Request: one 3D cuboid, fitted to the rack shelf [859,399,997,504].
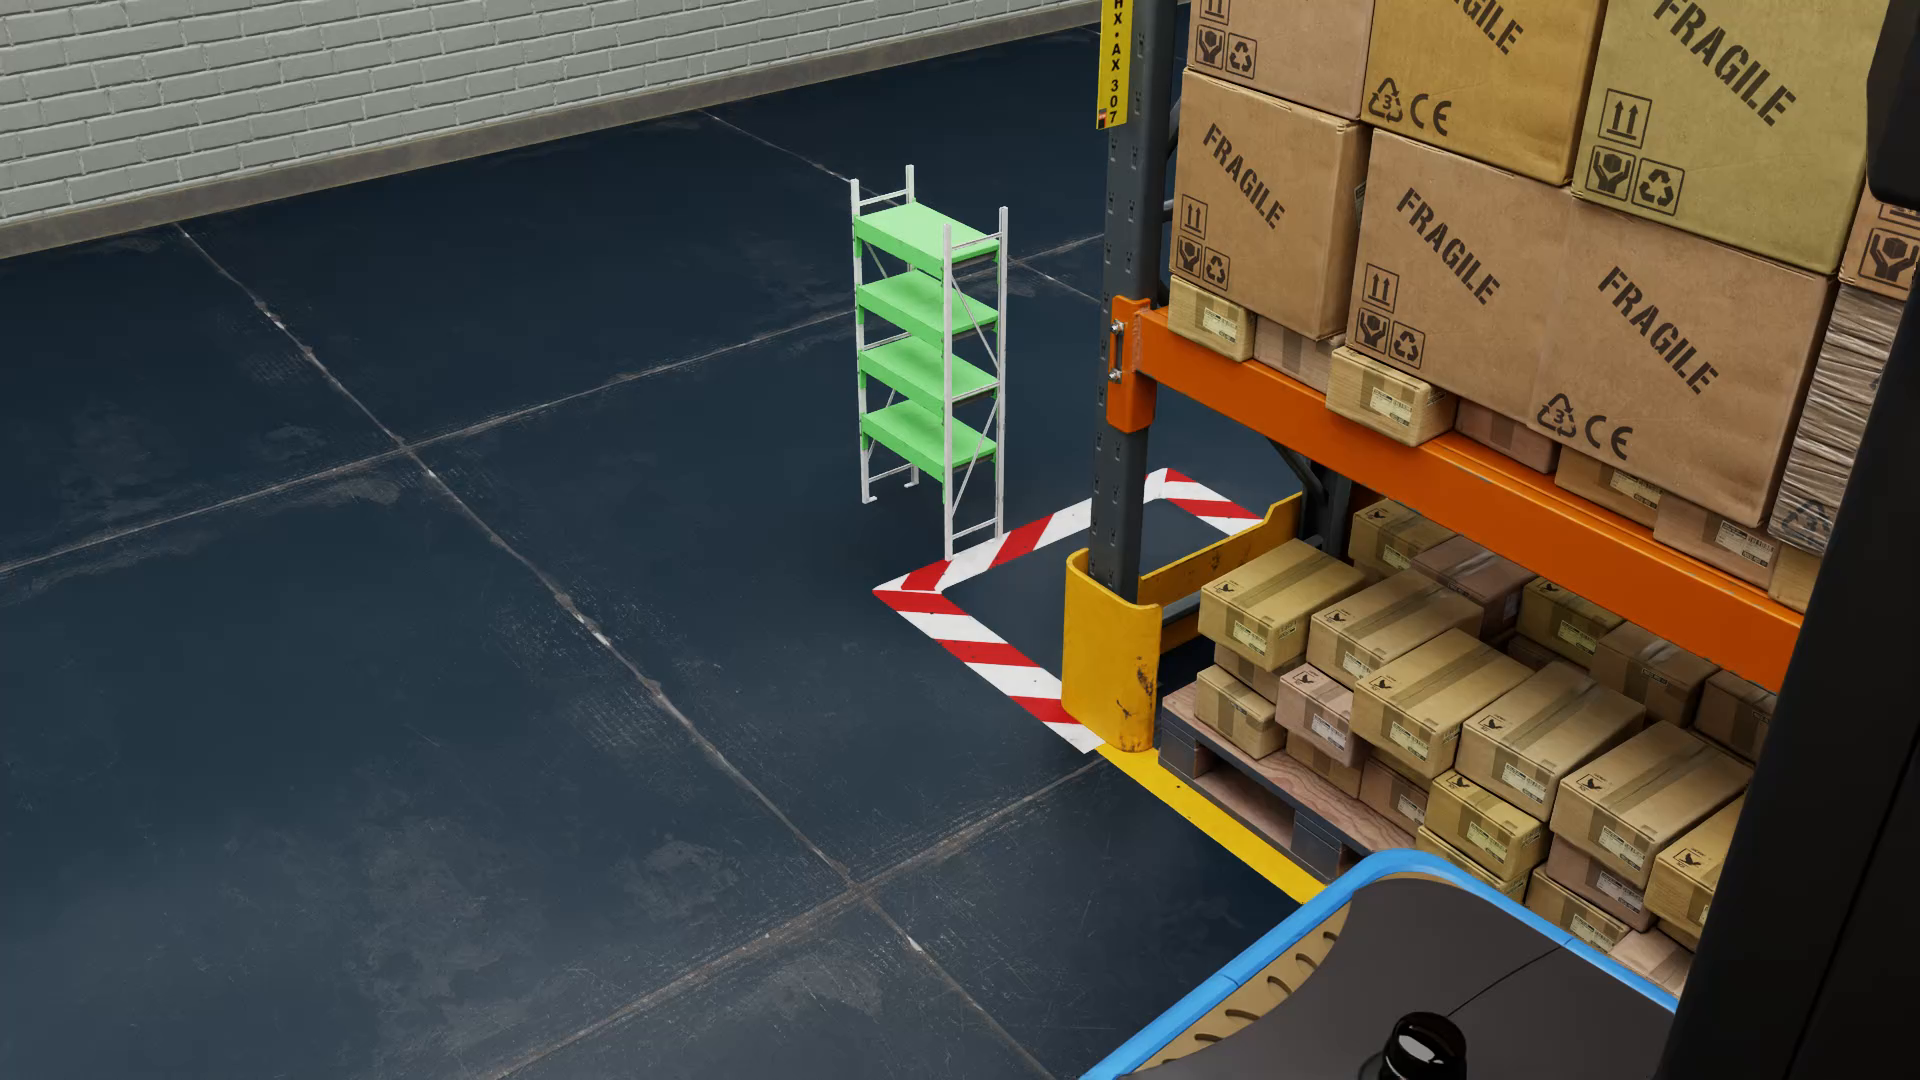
[{"bbox_3d":[-0.102,-0.321,5.705,0.258,0.148,0.480,-22,38,-31],"label":"rack shelf"}]

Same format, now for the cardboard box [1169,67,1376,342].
[{"bbox_3d":[0.853,-0.834,3.873,0.500,0.500,0.500,-20,37,-29],"label":"cardboard box"}]

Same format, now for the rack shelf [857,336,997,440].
[{"bbox_3d":[-0.102,-0.524,5.578,0.258,0.148,0.480,-22,38,-31],"label":"rack shelf"}]

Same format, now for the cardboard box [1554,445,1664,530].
[{"bbox_3d":[1.461,-0.187,3.446,0.380,0.149,0.250,-23,38,-32],"label":"cardboard box"}]

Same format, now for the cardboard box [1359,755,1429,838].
[{"bbox_3d":[1.247,0.597,4.250,0.380,0.149,0.250,-22,38,-31],"label":"cardboard box"}]

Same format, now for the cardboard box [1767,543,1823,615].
[{"bbox_3d":[1.732,0.040,3.081,0.380,0.149,0.250,-21,37,-30],"label":"cardboard box"}]

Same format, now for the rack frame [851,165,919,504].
[{"bbox_3d":[-0.251,-0.680,5.708,0.240,1.200,0.015,-22,38,-31],"label":"rack frame"}]

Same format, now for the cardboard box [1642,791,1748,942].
[{"bbox_3d":[1.671,0.709,3.506,0.380,0.149,0.250,-22,38,-31],"label":"cardboard box"}]

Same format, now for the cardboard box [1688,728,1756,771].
[{"bbox_3d":[1.992,0.520,4.092,0.380,0.149,0.250,-22,38,-31],"label":"cardboard box"}]

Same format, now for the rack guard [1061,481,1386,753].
[{"bbox_3d":[0.842,0.152,5.032,1.175,0.500,0.348,-22,38,-31],"label":"rack guard"}]

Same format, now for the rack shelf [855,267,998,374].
[{"bbox_3d":[-0.102,-0.728,5.452,0.258,0.148,0.480,-22,38,-31],"label":"rack shelf"}]

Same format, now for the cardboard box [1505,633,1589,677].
[{"bbox_3d":[1.665,0.308,4.433,0.380,0.149,0.250,-24,39,-33],"label":"cardboard box"}]

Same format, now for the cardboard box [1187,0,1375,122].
[{"bbox_3d":[0.861,-1.262,3.615,0.500,0.500,0.500,-23,38,-32],"label":"cardboard box"}]

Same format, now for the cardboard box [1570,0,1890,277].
[{"bbox_3d":[1.477,-0.830,2.919,0.500,0.500,0.500,-23,39,-32],"label":"cardboard box"}]

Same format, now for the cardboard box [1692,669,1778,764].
[{"bbox_3d":[2.006,0.389,4.020,0.380,0.149,0.250,-21,37,-30],"label":"cardboard box"}]

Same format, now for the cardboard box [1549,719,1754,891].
[{"bbox_3d":[1.546,0.584,3.707,0.380,0.149,0.250,-21,37,-30],"label":"cardboard box"}]

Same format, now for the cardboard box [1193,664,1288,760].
[{"bbox_3d":[0.864,0.413,4.546,0.380,0.149,0.250,-21,38,-30],"label":"cardboard box"}]

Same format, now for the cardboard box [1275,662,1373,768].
[{"bbox_3d":[1.037,0.398,4.288,0.380,0.149,0.250,-22,38,-32],"label":"cardboard box"}]

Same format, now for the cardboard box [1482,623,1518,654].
[{"bbox_3d":[1.462,0.219,4.577,0.380,0.149,0.250,-23,39,-32],"label":"cardboard box"}]

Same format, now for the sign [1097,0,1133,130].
[{"bbox_3d":[0.367,-1.134,3.912,0.100,0.325,0.005,-22,38,-31],"label":"sign"}]

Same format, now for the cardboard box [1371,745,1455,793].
[{"bbox_3d":[1.257,0.472,4.169,0.380,0.149,0.250,-22,38,-31],"label":"cardboard box"}]

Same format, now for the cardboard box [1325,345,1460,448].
[{"bbox_3d":[1.047,-0.372,3.744,0.380,0.149,0.250,-23,39,-33],"label":"cardboard box"}]

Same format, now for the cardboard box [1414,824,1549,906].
[{"bbox_3d":[1.317,0.739,4.022,0.380,0.149,0.250,-22,38,-31],"label":"cardboard box"}]

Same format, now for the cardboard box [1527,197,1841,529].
[{"bbox_3d":[1.491,-0.411,3.192,0.500,0.500,0.500,-22,38,-31],"label":"cardboard box"}]

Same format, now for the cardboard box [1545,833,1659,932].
[{"bbox_3d":[1.567,0.694,3.812,0.380,0.149,0.250,-24,39,-34],"label":"cardboard box"}]

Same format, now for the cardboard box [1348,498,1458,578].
[{"bbox_3d":[1.320,-0.023,4.684,0.380,0.149,0.250,-22,38,-31],"label":"cardboard box"}]

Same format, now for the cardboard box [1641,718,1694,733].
[{"bbox_3d":[1.748,0.454,4.199,0.380,0.149,0.250,-23,38,-32],"label":"cardboard box"}]

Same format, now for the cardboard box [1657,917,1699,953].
[{"bbox_3d":[1.766,0.793,3.652,0.380,0.149,0.250,-20,37,-29],"label":"cardboard box"}]

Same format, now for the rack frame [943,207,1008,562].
[{"bbox_3d":[0.048,-0.477,5.381,0.240,1.200,0.015,-22,38,-31],"label":"rack frame"}]

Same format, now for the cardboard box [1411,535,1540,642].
[{"bbox_3d":[1.429,0.100,4.486,0.380,0.149,0.250,-21,38,-30],"label":"cardboard box"}]

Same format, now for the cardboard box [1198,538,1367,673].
[{"bbox_3d":[0.848,0.166,4.379,0.380,0.149,0.250,-24,39,-33],"label":"cardboard box"}]

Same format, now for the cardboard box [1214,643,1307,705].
[{"bbox_3d":[0.914,0.266,4.501,0.380,0.149,0.250,-21,37,-29],"label":"cardboard box"}]

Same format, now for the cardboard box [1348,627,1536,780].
[{"bbox_3d":[1.166,0.389,4.021,0.380,0.149,0.250,-22,38,-32],"label":"cardboard box"}]

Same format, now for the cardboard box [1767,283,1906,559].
[{"bbox_3d":[1.809,-0.201,2.853,0.500,0.500,0.500,-23,39,-33],"label":"cardboard box"}]

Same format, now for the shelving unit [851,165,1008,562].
[{"bbox_3d":[-0.102,-0.579,5.545,0.258,1.200,0.503,-22,38,-31],"label":"shelving unit"}]

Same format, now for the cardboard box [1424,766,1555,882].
[{"bbox_3d":[1.329,0.614,3.941,0.380,0.149,0.250,-21,38,-30],"label":"cardboard box"}]

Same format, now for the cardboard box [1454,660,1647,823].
[{"bbox_3d":[1.383,0.466,3.898,0.380,0.149,0.250,-24,39,-34],"label":"cardboard box"}]

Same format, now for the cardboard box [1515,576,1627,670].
[{"bbox_3d":[1.688,0.167,4.378,0.380,0.149,0.250,-23,39,-32],"label":"cardboard box"}]

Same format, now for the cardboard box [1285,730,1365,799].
[{"bbox_3d":[1.089,0.495,4.413,0.380,0.149,0.250,-22,38,-32],"label":"cardboard box"}]

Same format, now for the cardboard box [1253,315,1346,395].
[{"bbox_3d":[0.924,-0.501,3.952,0.380,0.149,0.250,-21,37,-30],"label":"cardboard box"}]

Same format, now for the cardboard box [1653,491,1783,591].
[{"bbox_3d":[1.590,-0.075,3.266,0.380,0.149,0.250,-23,39,-32],"label":"cardboard box"}]

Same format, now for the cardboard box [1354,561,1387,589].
[{"bbox_3d":[1.345,0.092,4.781,0.380,0.149,0.250,-23,39,-33],"label":"cardboard box"}]

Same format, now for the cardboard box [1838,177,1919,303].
[{"bbox_3d":[1.792,-0.619,2.579,0.500,0.500,0.500,-24,39,-33],"label":"cardboard box"}]

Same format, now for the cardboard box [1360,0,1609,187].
[{"bbox_3d":[1.176,-1.054,3.280,0.500,0.500,0.500,-21,38,-30],"label":"cardboard box"}]

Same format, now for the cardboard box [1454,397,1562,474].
[{"bbox_3d":[1.314,-0.308,3.641,0.380,0.149,0.250,-20,37,-29],"label":"cardboard box"}]

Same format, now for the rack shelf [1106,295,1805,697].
[{"bbox_3d":[2.022,0.197,3.271,1.077,0.370,4.000,-22,38,-31],"label":"rack shelf"}]

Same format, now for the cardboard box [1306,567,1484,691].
[{"bbox_3d":[1.113,0.242,4.257,0.380,0.149,0.250,-22,38,-31],"label":"cardboard box"}]

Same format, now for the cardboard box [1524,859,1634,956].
[{"bbox_3d":[1.549,0.814,3.900,0.380,0.149,0.250,-22,38,-31],"label":"cardboard box"}]

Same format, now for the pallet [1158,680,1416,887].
[{"bbox_3d":[1.312,0.625,4.544,1.003,0.211,1.213,-22,38,-31],"label":"pallet"}]

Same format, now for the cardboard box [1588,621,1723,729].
[{"bbox_3d":[1.797,0.295,4.171,0.380,0.149,0.250,-24,39,-33],"label":"cardboard box"}]

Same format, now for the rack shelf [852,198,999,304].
[{"bbox_3d":[-0.102,-0.932,5.325,0.258,0.148,0.480,-22,38,-31],"label":"rack shelf"}]

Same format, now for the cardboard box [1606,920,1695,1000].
[{"bbox_3d":[1.633,0.946,3.688,0.380,0.149,0.250,-24,39,-34],"label":"cardboard box"}]

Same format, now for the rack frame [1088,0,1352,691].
[{"bbox_3d":[0.796,-0.942,4.423,1.000,3.000,0.127,-22,38,-31],"label":"rack frame"}]

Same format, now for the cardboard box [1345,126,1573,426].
[{"bbox_3d":[1.201,-0.619,3.527,0.500,0.500,0.500,-22,38,-31],"label":"cardboard box"}]

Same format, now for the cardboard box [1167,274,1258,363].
[{"bbox_3d":[0.735,-0.594,4.101,0.380,0.149,0.250,-23,38,-32],"label":"cardboard box"}]
